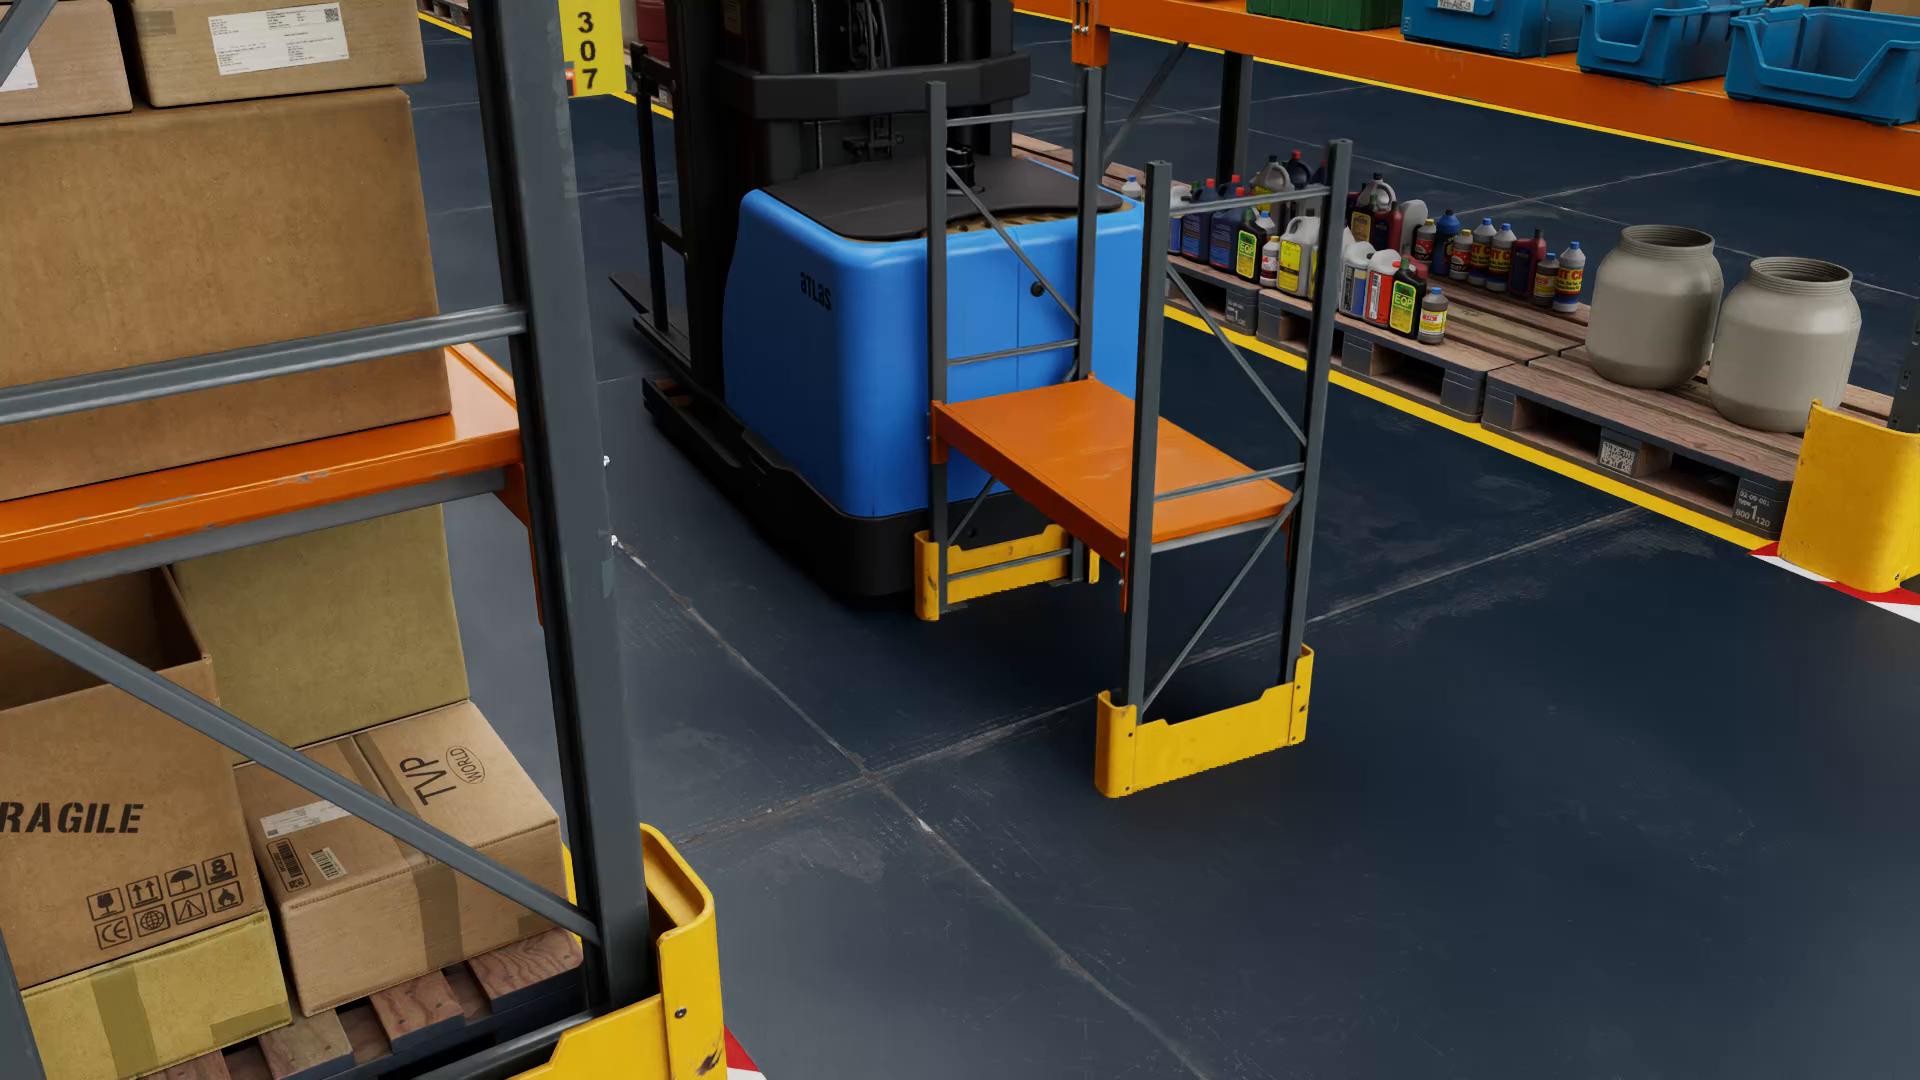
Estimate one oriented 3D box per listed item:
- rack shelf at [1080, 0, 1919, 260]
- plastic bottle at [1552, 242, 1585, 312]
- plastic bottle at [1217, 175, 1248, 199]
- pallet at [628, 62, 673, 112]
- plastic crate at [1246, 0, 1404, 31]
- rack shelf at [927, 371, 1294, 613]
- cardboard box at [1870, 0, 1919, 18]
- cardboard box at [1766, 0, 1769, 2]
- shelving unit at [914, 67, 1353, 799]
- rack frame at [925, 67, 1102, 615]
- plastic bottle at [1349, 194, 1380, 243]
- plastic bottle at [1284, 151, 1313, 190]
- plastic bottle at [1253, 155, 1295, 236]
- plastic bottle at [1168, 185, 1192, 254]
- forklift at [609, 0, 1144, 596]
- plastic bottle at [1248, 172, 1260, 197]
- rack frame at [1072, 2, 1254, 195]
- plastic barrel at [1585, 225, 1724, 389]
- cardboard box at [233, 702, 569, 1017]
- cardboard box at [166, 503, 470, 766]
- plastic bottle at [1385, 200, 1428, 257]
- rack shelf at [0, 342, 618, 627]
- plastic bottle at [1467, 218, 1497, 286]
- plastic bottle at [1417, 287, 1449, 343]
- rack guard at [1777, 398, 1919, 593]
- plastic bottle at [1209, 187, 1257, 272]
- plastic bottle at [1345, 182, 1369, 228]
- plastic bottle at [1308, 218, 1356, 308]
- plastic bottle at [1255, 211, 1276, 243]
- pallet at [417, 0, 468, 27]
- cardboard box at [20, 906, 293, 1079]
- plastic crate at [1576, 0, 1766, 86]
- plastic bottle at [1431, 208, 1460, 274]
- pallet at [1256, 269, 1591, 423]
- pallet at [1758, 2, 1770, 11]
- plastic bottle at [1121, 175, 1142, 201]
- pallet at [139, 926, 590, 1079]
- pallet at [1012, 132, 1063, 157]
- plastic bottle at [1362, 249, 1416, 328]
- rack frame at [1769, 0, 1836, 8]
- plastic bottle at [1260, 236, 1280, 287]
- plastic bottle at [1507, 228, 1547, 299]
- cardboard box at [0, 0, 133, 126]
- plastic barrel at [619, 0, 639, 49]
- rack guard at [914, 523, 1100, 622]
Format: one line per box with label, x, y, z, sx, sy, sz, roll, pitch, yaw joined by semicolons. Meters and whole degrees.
rack shelf;2.077;-1.760;6.307;1.077;0.370;4.000;-16;29;-30
plastic bottle;2.440;-1.056;6.655;0.097;0.271;0.097;0;25;0
plastic bottle;1.199;-1.450;7.395;0.144;0.351;0.185;-16;29;-30
pallet;-1.664;-3.243;11.872;1.003;0.211;1.213;-16;29;-30
plastic crate;1.490;-2.154;6.547;0.450;0.188;0.662;-16;29;-30
rack shelf;0.374;-0.156;4.246;0.538;0.185;1.000;-12;28;-24
cardboard box;8.408;-4.794;14.035;1.050;0.750;0.750;-16;29;-30
cardboard box;7.419;-5.439;15.402;1.050;0.750;0.750;-16;30;-30
shelving unit;0.369;-0.323;4.176;0.587;1.500;1.083;-12;28;-24
rack frame;0.143;-0.512;4.579;0.500;1.500;0.032;-12;28;-24
plastic bottle;1.787;-1.391;7.349;0.061;0.283;0.133;-16;29;-30
plastic bottle;1.578;-1.639;7.795;0.144;0.351;0.185;-16;30;-31
plastic bottle;1.457;-1.605;7.724;0.144;0.351;0.185;-16;29;-30
plastic bottle;0.991;-1.443;7.467;0.152;0.276;0.135;-14;29;-28
forklift;-0.521;-1.762;5.548;1.130;2.935;3.031;-12;28;-24
plastic bottle;1.444;-1.677;8.052;0.097;0.201;0.097;0;25;0
rack frame;0.985;-2.801;7.669;1.000;3.000;0.127;-16;29;-30
plastic barrel;2.472;-0.832;5.921;0.421;0.512;0.421;0;25;0
cardboard box;-1.090;0.593;3.210;0.500;0.250;0.500;-16;29;-30
cardboard box;-1.364;0.075;3.427;0.500;0.500;0.500;-16;29;-30
plastic bottle;1.945;-1.362;7.296;0.152;0.276;0.135;-15;29;-29
rack shelf;-2.075;-0.607;3.865;1.077;0.370;4.000;-16;29;-30
plastic bottle;2.198;-1.215;6.990;0.097;0.271;0.097;0;25;0
plastic bottle;1.799;-0.858;6.317;0.097;0.201;0.097;0;25;0
rack guard;3.088;-0.256;5.206;1.175;0.500;0.348;-16;29;-30
plastic bottle;1.181;-1.349;7.181;0.144;0.351;0.185;-17;30;-32
plastic bottle;1.807;-1.491;7.561;0.061;0.283;0.133;-13;28;-26
plastic bottle;1.515;-1.130;6.718;0.144;0.351;0.185;-14;29;-27
plastic bottle;1.293;-1.269;7.105;0.097;0.271;0.097;0;25;0
pallet;-4.486;-5.092;15.789;1.003;0.211;1.213;-16;29;-30
cardboard box;-1.524;0.714;2.954;0.500;0.250;0.500;-16;29;-30
plastic crate;2.295;-1.646;5.397;0.499;0.251;0.408;-16;29;-30
plastic bottle;2.088;-1.287;7.144;0.097;0.271;0.097;0;25;0
pallet;1.987;-0.853;6.810;1.003;0.211;1.213;-16;29;-30
pallet;7.530;-4.945;15.478;1.003;0.211;1.213;-16;29;-30
plastic bottle;0.792;-1.550;7.700;0.097;0.271;0.097;0;25;0
pallet;-1.436;0.780;3.350;1.003;0.211;1.213;-16;29;-30
pallet;-0.146;-2.248;9.766;1.003;0.211;1.213;-16;29;-30
plastic bottle;1.684;-0.989;6.506;0.152;0.276;0.135;-15;29;-29
rack frame;5.135;-3.955;10.114;1.000;3.000;0.127;-16;29;-30
plastic bottle;1.316;-1.175;6.987;0.097;0.201;0.097;0;25;0
plastic bottle;2.332;-1.147;6.833;0.061;0.283;0.133;-15;29;-29
cardboard box;-1.352;-0.648;2.232;0.380;0.149;0.250;-16;30;-30
plastic barrel;-2.479;-4.052;12.743;0.421;0.512;0.421;0;25;0
rack guard;0.143;0.053;4.844;0.587;0.250;0.087;-12;28;-24
